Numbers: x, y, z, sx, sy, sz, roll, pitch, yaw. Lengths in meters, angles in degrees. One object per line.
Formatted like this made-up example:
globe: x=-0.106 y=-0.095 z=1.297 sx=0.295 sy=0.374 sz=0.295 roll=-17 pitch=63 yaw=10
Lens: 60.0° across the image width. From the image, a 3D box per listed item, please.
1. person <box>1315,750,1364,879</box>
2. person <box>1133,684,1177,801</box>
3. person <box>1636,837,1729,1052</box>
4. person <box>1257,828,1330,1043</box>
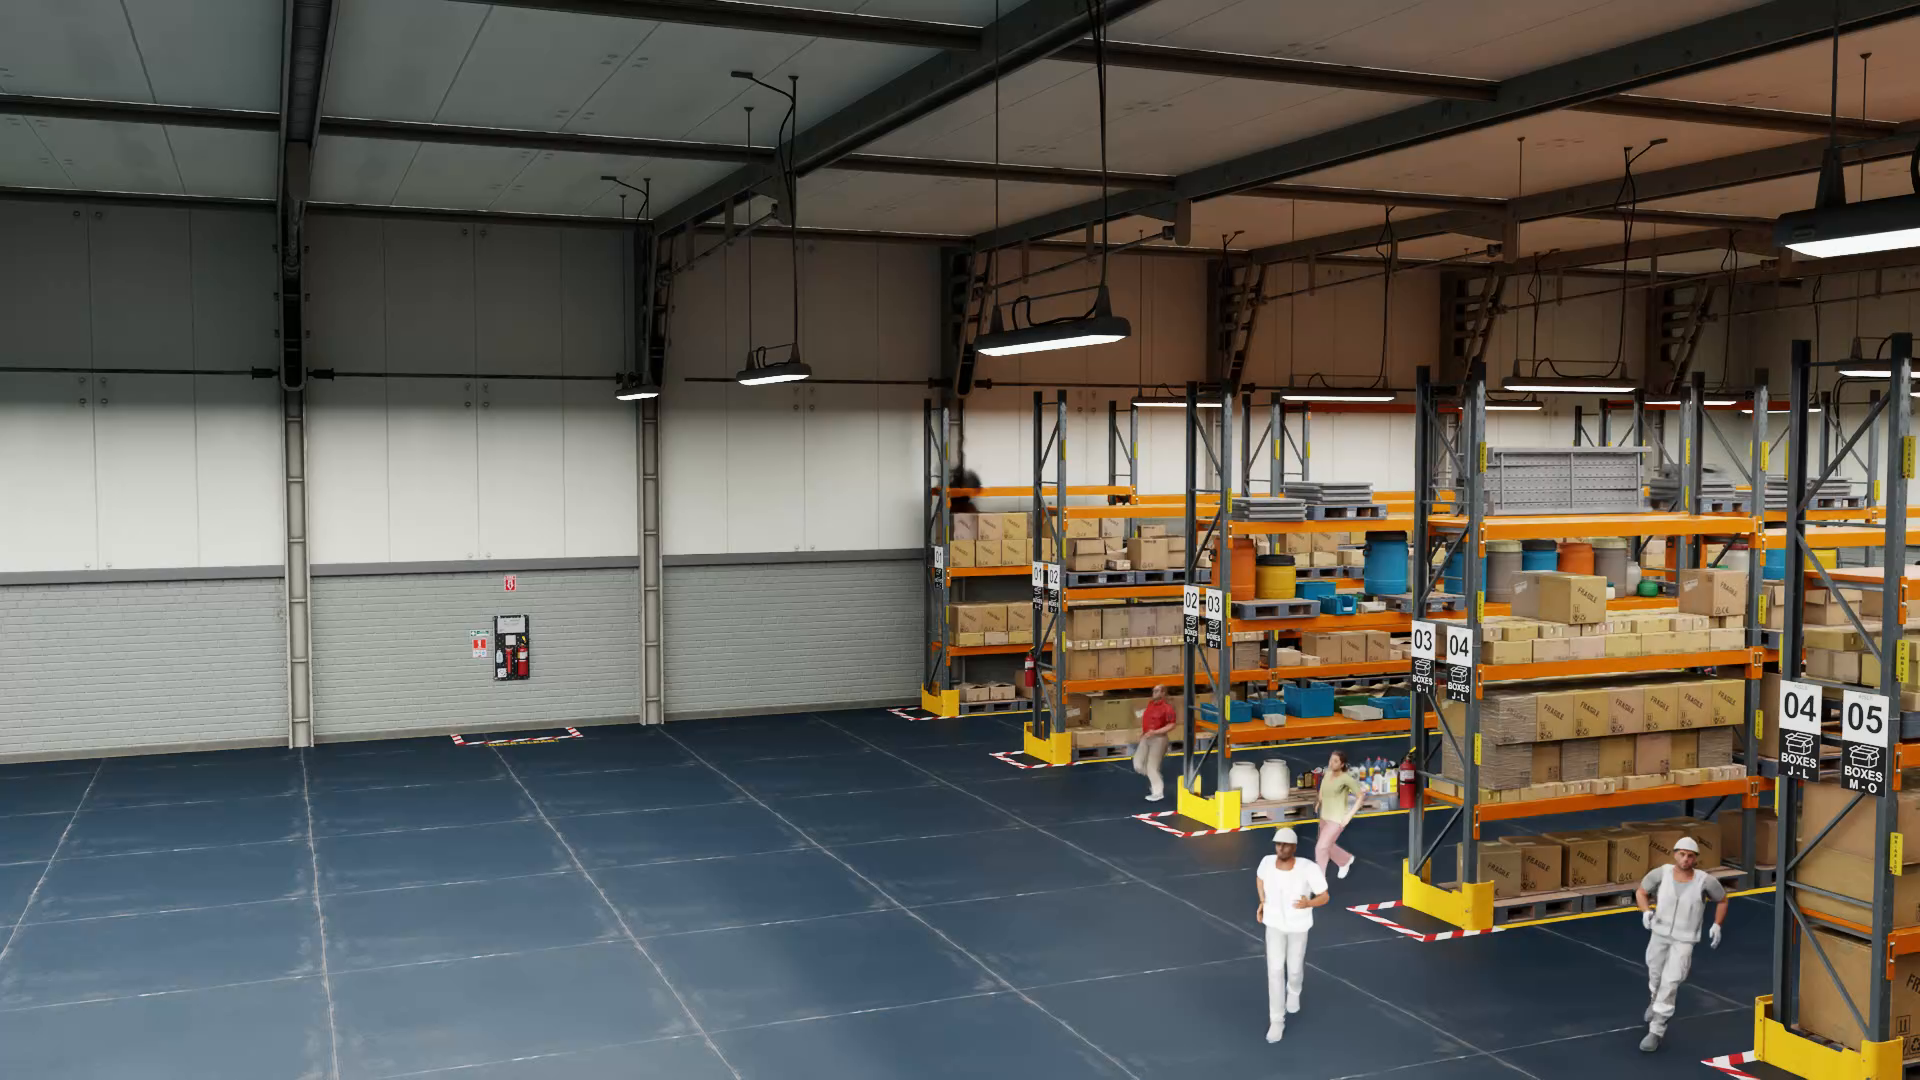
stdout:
person: x=4.363 y=3.221 z=19.159 sx=0.804 sy=1.640 sz=0.622 roll=-2 pitch=4 yaw=-31
person: x=2.791 y=2.913 z=23.974 sx=0.548 sy=1.673 sz=0.639 roll=-2 pitch=4 yaw=-35
person: x=6.137 y=3.419 z=14.255 sx=0.713 sy=1.768 sz=0.941 roll=3 pitch=4 yaw=37
person: x=2.909 y=3.413 z=14.638 sx=0.677 sy=1.790 sz=0.912 roll=1 pitch=4 yaw=20
